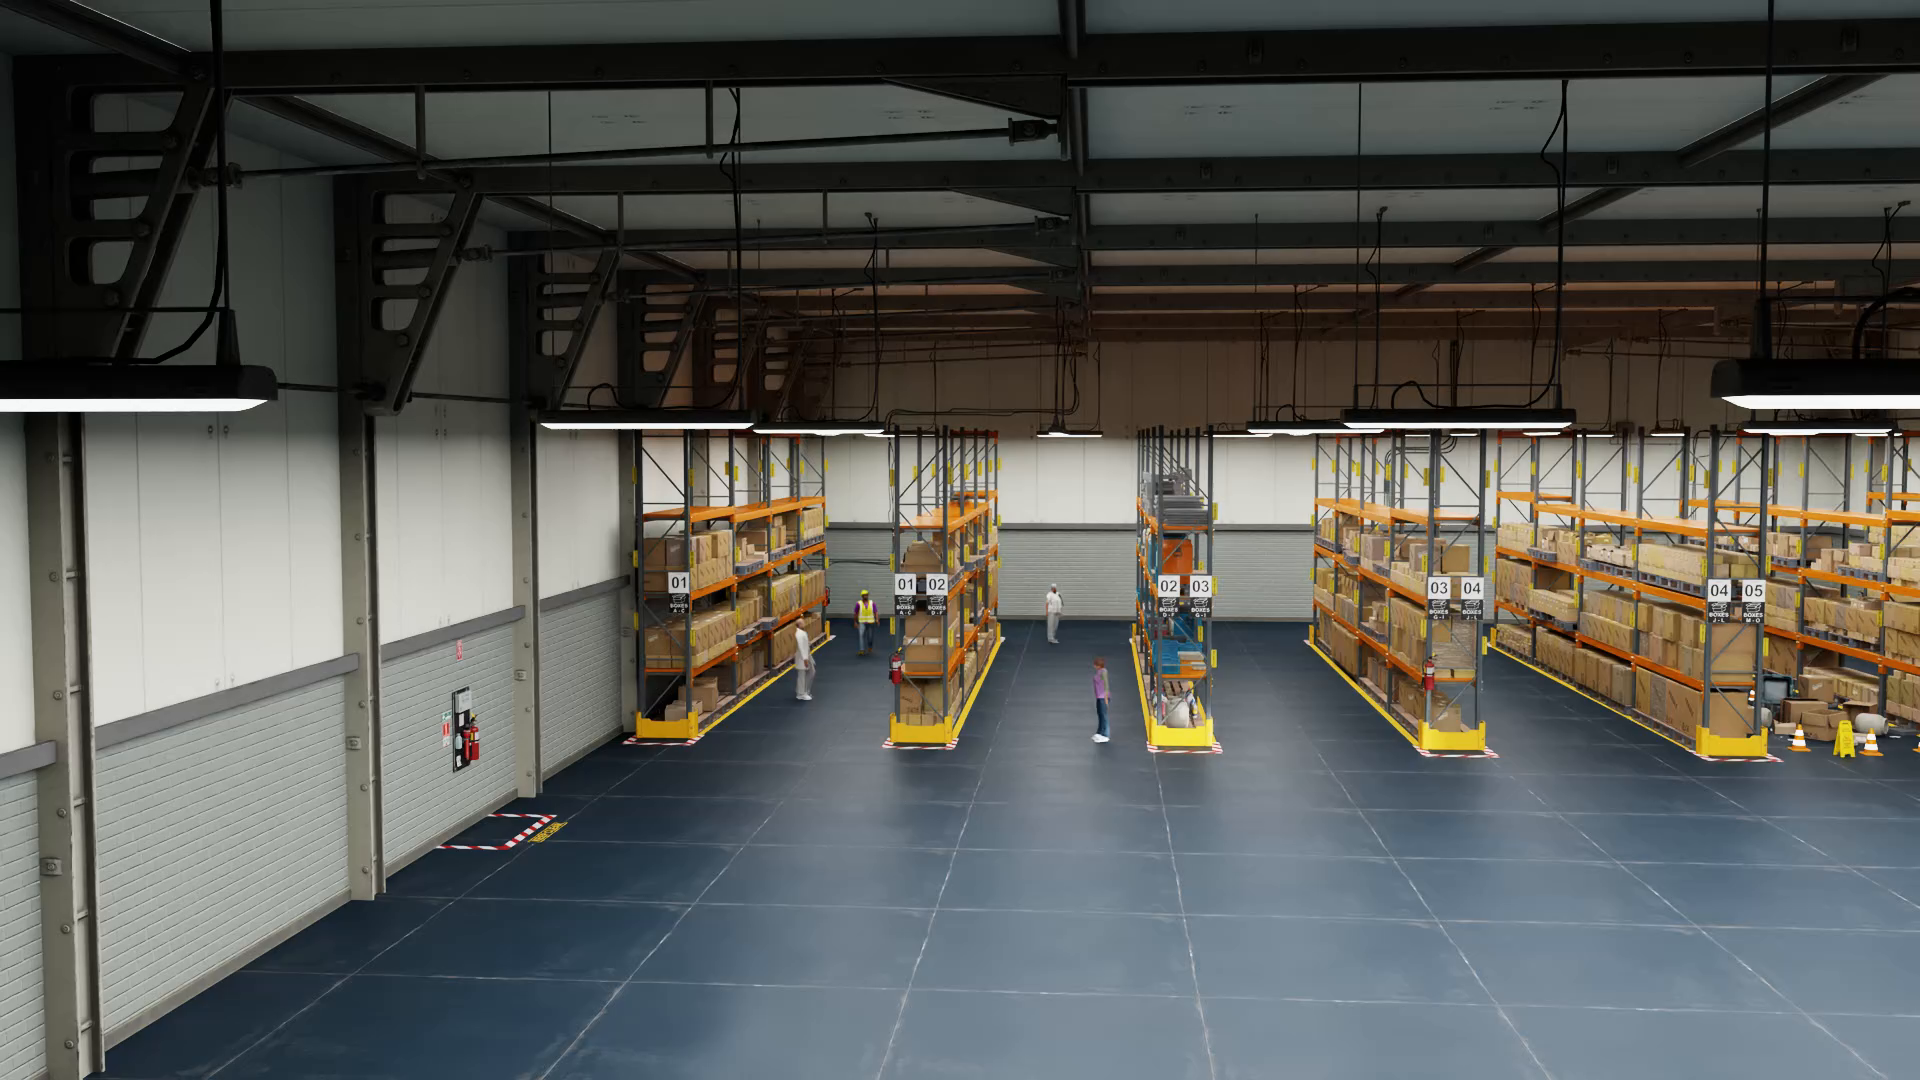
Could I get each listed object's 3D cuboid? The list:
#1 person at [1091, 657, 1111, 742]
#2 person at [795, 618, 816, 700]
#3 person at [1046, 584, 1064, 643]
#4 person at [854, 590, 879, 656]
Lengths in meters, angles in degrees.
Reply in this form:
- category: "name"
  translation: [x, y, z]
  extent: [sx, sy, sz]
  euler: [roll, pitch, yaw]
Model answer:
- category: "person"
  translation: [2.693, 3.030, 31.630]
  extent: [0.363, 1.573, 0.500]
  euler: [0, 3, -6]
- category: "person"
  translation: [-3.457, 2.646, 36.754]
  extent: [0.462, 1.830, 0.610]
  euler: [1, 4, 16]
- category: "person"
  translation: [2.689, 2.071, 47.124]
  extent: [0.511, 1.671, 0.547]
  euler: [-2, 4, -32]
- category: "person"
  translation: [-2.479, 2.198, 44.252]
  extent: [0.697, 1.713, 1.058]
  euler: [0, 3, 3]
